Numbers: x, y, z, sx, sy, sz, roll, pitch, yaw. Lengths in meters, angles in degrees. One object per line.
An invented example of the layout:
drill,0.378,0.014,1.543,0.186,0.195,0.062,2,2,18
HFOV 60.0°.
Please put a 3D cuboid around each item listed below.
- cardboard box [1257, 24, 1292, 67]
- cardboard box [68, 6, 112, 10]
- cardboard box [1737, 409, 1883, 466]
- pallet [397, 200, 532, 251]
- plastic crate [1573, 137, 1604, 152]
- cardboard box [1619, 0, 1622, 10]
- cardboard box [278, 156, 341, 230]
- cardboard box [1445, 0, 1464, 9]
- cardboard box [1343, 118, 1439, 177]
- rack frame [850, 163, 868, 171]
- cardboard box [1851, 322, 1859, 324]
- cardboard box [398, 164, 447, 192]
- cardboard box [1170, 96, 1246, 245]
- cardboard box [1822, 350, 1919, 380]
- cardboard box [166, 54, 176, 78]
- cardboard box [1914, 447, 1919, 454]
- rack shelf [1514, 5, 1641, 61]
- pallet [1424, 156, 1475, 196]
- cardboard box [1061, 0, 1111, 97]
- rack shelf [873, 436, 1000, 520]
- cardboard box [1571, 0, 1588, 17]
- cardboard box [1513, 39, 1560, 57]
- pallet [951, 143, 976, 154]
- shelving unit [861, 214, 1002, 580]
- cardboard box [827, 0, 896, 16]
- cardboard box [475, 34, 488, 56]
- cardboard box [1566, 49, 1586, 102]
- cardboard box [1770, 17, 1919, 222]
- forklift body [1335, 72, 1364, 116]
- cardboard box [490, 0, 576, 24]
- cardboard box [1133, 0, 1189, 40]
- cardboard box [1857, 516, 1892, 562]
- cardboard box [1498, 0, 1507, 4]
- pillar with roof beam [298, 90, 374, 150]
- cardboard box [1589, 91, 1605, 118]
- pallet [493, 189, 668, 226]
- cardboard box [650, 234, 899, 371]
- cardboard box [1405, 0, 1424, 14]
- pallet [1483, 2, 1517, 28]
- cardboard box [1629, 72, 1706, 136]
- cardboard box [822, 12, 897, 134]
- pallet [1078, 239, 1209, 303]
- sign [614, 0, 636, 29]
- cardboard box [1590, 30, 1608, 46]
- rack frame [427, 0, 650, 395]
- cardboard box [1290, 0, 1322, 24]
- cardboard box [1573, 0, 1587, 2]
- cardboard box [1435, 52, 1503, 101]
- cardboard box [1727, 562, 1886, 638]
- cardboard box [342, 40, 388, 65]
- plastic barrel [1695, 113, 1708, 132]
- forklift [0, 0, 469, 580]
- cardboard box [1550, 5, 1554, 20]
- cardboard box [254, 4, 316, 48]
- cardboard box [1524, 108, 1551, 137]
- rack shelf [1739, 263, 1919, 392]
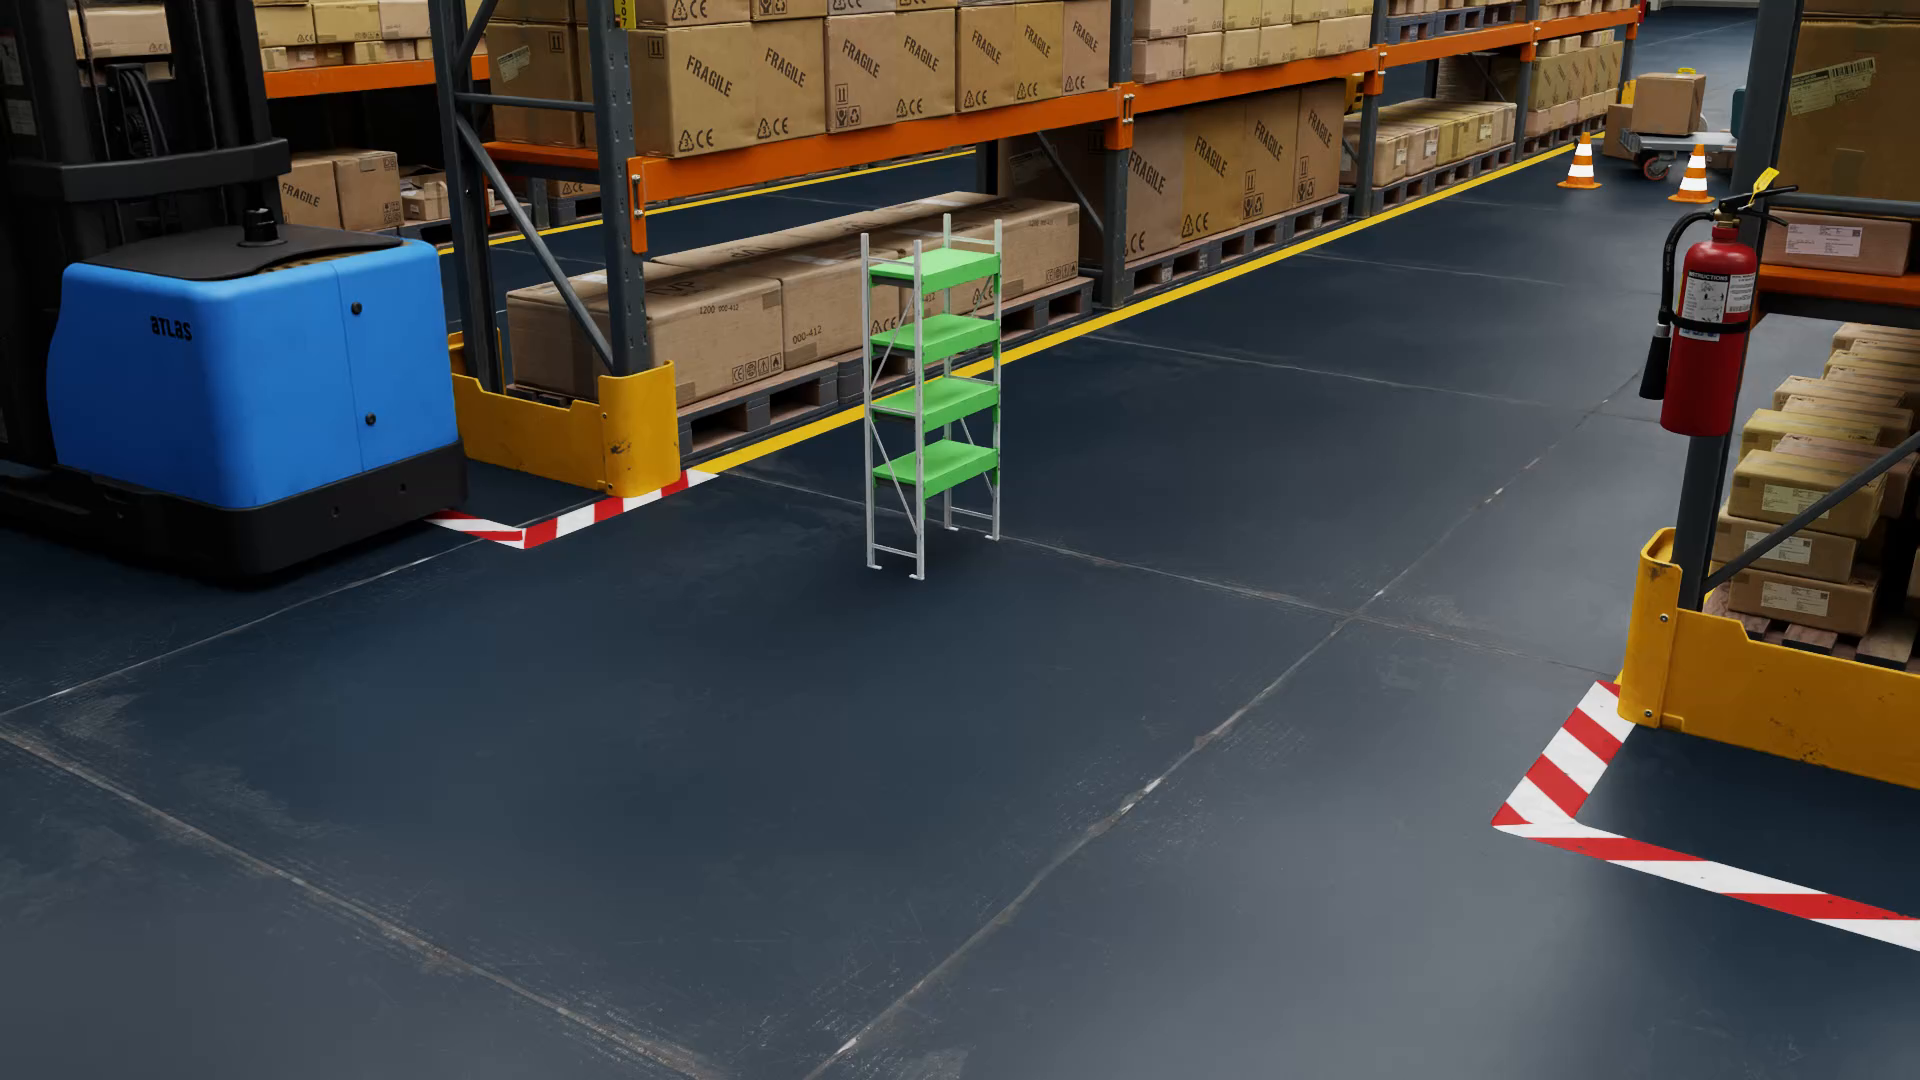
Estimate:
cardboard box,1.886,-3.323,11.142,0.500,0.250,0.500,13,24,31
cardboard box,-5.485,-3.105,10.122,0.500,0.250,0.500,13,24,32
cardboard box,2.760,-0.301,5.401,0.380,0.149,0.250,13,24,31
pallet,-3.953,-2.347,12.306,1.003,0.211,1.213,13,24,32
plastic crate,6.599,-4.101,17.237,0.402,0.080,0.583,5,21,13
cardboard box,7.041,-5.897,18.246,0.380,0.149,0.250,13,24,31
cardboard box,-4.500,-2.255,11.037,0.500,0.500,0.500,14,24,33
cardboard box,4.074,-4.623,14.196,0.380,0.149,0.250,14,25,33
cardboard box,3.523,-3.370,14.235,0.950,0.372,0.625,13,24,31
rack frame,-1.318,-4.999,15.457,1.000,3.000,0.127,13,24,32
cardboard box,4.223,-0.906,7.466,0.380,0.149,0.250,15,25,34
cardboard box,-4.133,-2.644,12.360,0.500,0.311,0.500,14,25,34
cardboard box,1.324,-2.539,11.264,0.875,0.875,0.875,14,25,33
cardboard box,3.427,-0.585,6.170,0.380,0.149,0.250,13,24,32
cardboard box,-4.842,-2.929,10.222,0.380,0.149,0.250,14,24,33
cardboard box,3.441,-0.296,6.245,0.380,0.149,0.250,14,25,33
rack shelf,6.162,-5.417,17.622,1.077,0.370,4.000,13,24,32
pallet,3.916,-3.297,14.874,1.003,0.211,1.213,13,24,32
cardboard box,0.491,-2.749,9.228,0.500,0.500,0.500,14,24,32
rack shelf,-0.093,-0.230,6.034,0.258,0.148,0.480,13,24,32
cardboard box,6.207,-5.455,17.051,0.380,0.149,0.250,13,24,32
cardboard box,5.713,-4.884,16.488,0.380,0.149,0.250,14,24,33
pallet,-0.137,-4.269,17.501,1.003,0.211,1.213,13,24,32
shelving unit,-0.093,-0.515,5.928,0.258,1.200,0.503,13,24,32
cardboard box,-0.635,-2.634,7.476,0.500,0.500,0.500,13,24,31
cardboard box,-3.537,-3.593,12.017,0.380,0.149,0.250,14,24,33
cardboard box,6.177,-4.860,17.357,0.500,0.500,0.500,15,25,35
cardboard box,2.483,-1.166,4.521,0.500,0.500,0.500,14,24,33
forklift body,3.622,-5.997,19.377,2.313,2.155,1.214,13,24,32
cardboard box,-1.634,-2.438,6.946,0.500,0.500,0.500,14,25,34
cardboard box,1.021,-3.120,9.872,0.500,0.250,0.500,12,24,30
cardboard box,2.695,-0.072,5.210,0.380,0.149,0.250,13,24,31
cardboard box,4.699,-4.905,14.957,0.380,0.149,0.250,13,24,31
pillar with roof beam,-1.143,-5.802,8.979,9.100,9.000,0.400,13,24,32
cardboard box,6.757,-4.804,18.286,0.500,0.250,0.500,13,24,32
pallet,-3.141,-2.785,13.489,1.003,0.211,1.213,13,24,32
cardboard box,-0.912,-1.205,8.288,0.875,0.438,0.875,14,25,33
cardboard box,3.504,-4.313,13.357,0.380,0.149,0.250,12,23,28
pallet,4.488,-4.899,15.462,1.003,0.211,1.213,13,24,32
cardboard box,6.527,-4.024,15.332,0.500,0.500,0.500,13,24,32
cardboard box,-0.638,-2.159,7.633,0.500,0.500,0.500,13,24,32
pallet,0.912,-1.813,10.862,1.003,0.211,1.213,13,24,32
sign,-1.252,-2.070,6.176,0.100,0.325,0.005,13,24,32
cardboard box,6.757,-5.420,17.937,0.380,0.149,0.250,14,24,33
rack frame,-1.708,-1.737,6.637,1.000,3.000,0.127,13,24,32
cardboard box,2.171,-3.709,11.465,0.500,0.250,0.500,13,24,30
cardboard box,6.072,-5.728,16.855,0.500,0.500,0.500,13,24,31
cardboard box,5.148,-4.661,16.820,0.500,0.500,0.500,13,24,31
cardboard box,2.566,0.148,5.046,0.380,0.149,0.250,14,24,33
cardboard box,-4.082,-3.286,11.187,0.380,0.149,0.250,13,24,31
plastic barrel,7.377,-4.232,17.095,0.421,0.421,0.512,-6,21,-15
forklift,-3.446,-1.597,6.359,3.031,2.935,1.130,12,23,29
cardboard box,5.579,-5.173,16.287,0.380,0.149,0.250,14,25,33
cardboard box,-4.502,-3.292,10.630,0.500,0.250,0.500,13,24,30
cardboard box,5.593,-4.204,16.665,0.500,0.250,0.500,12,23,29
rack shelf,3.567,-1.037,5.782,1.077,0.370,4.000,13,24,32
